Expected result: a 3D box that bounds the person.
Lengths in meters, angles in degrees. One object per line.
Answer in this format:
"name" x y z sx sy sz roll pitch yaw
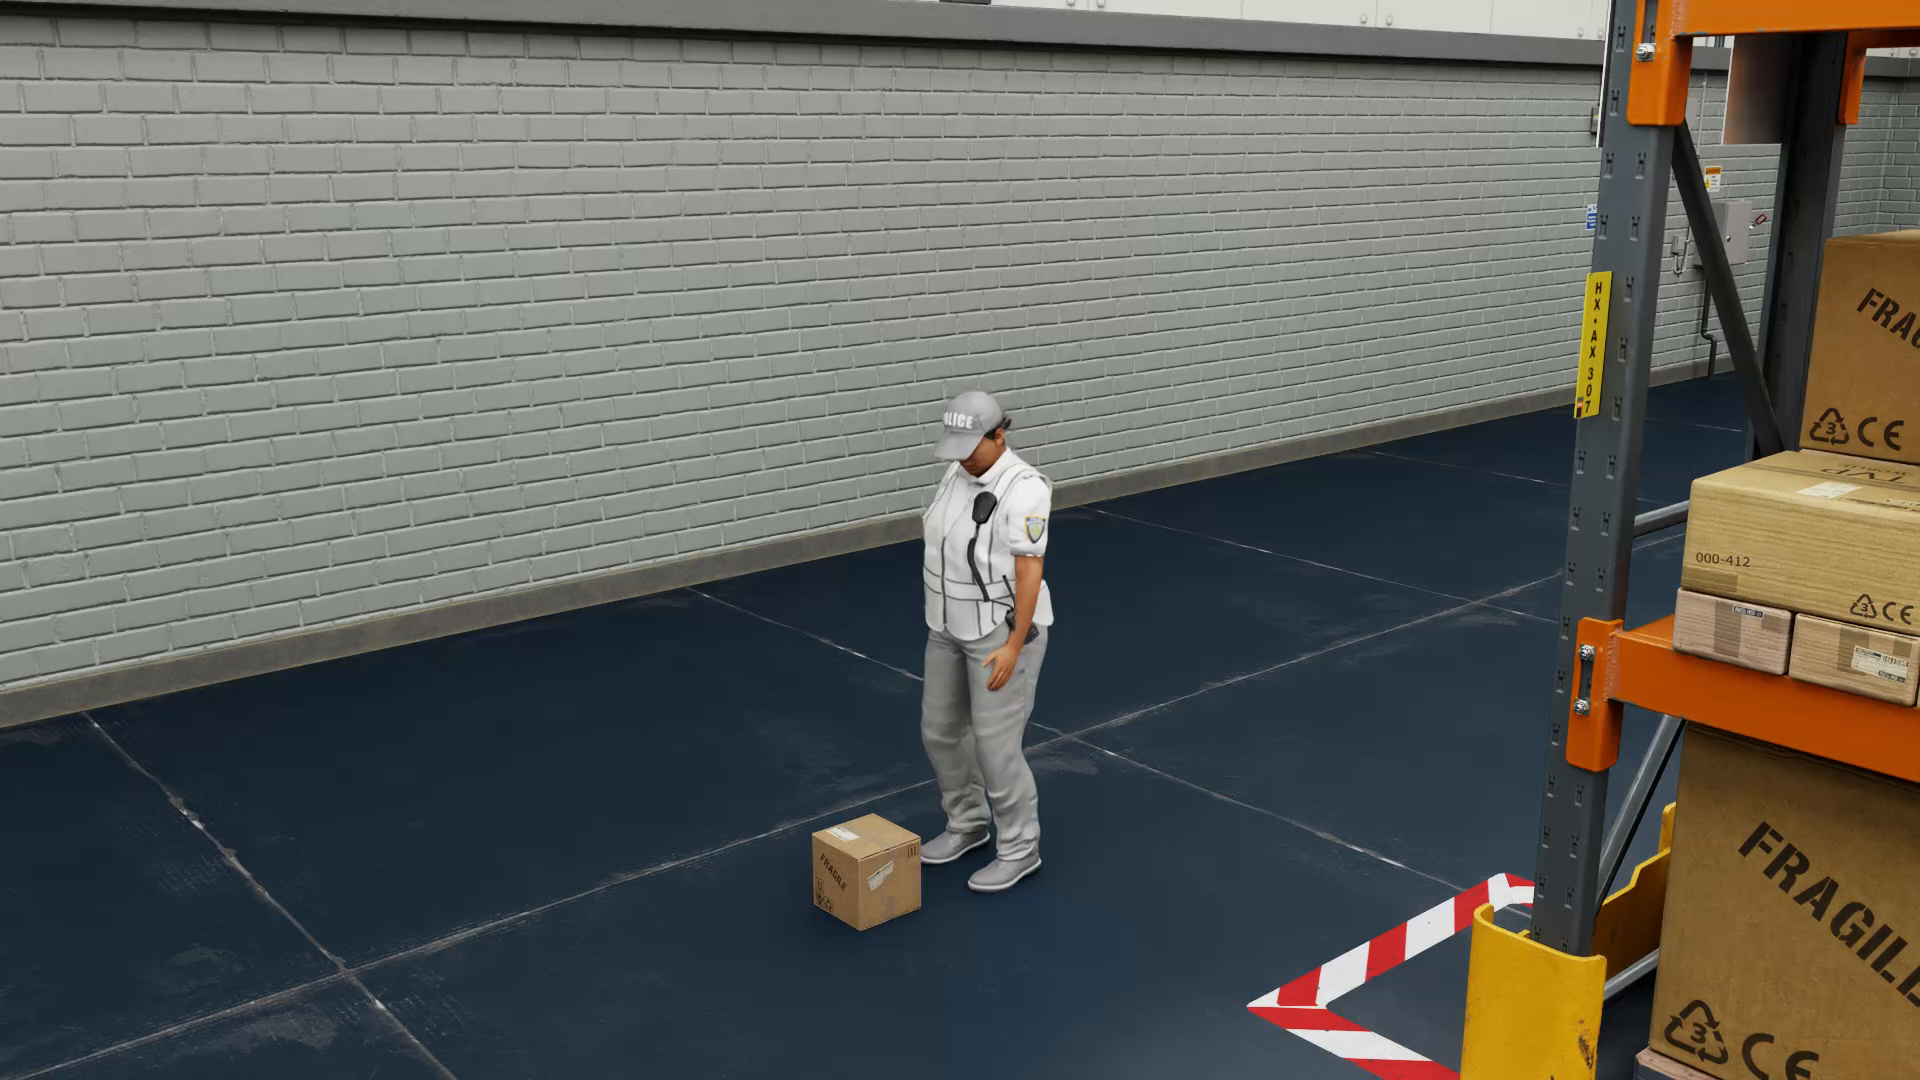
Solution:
"person" 0.073 0.324 5.454 0.394 1.646 0.480 -12 18 -38
